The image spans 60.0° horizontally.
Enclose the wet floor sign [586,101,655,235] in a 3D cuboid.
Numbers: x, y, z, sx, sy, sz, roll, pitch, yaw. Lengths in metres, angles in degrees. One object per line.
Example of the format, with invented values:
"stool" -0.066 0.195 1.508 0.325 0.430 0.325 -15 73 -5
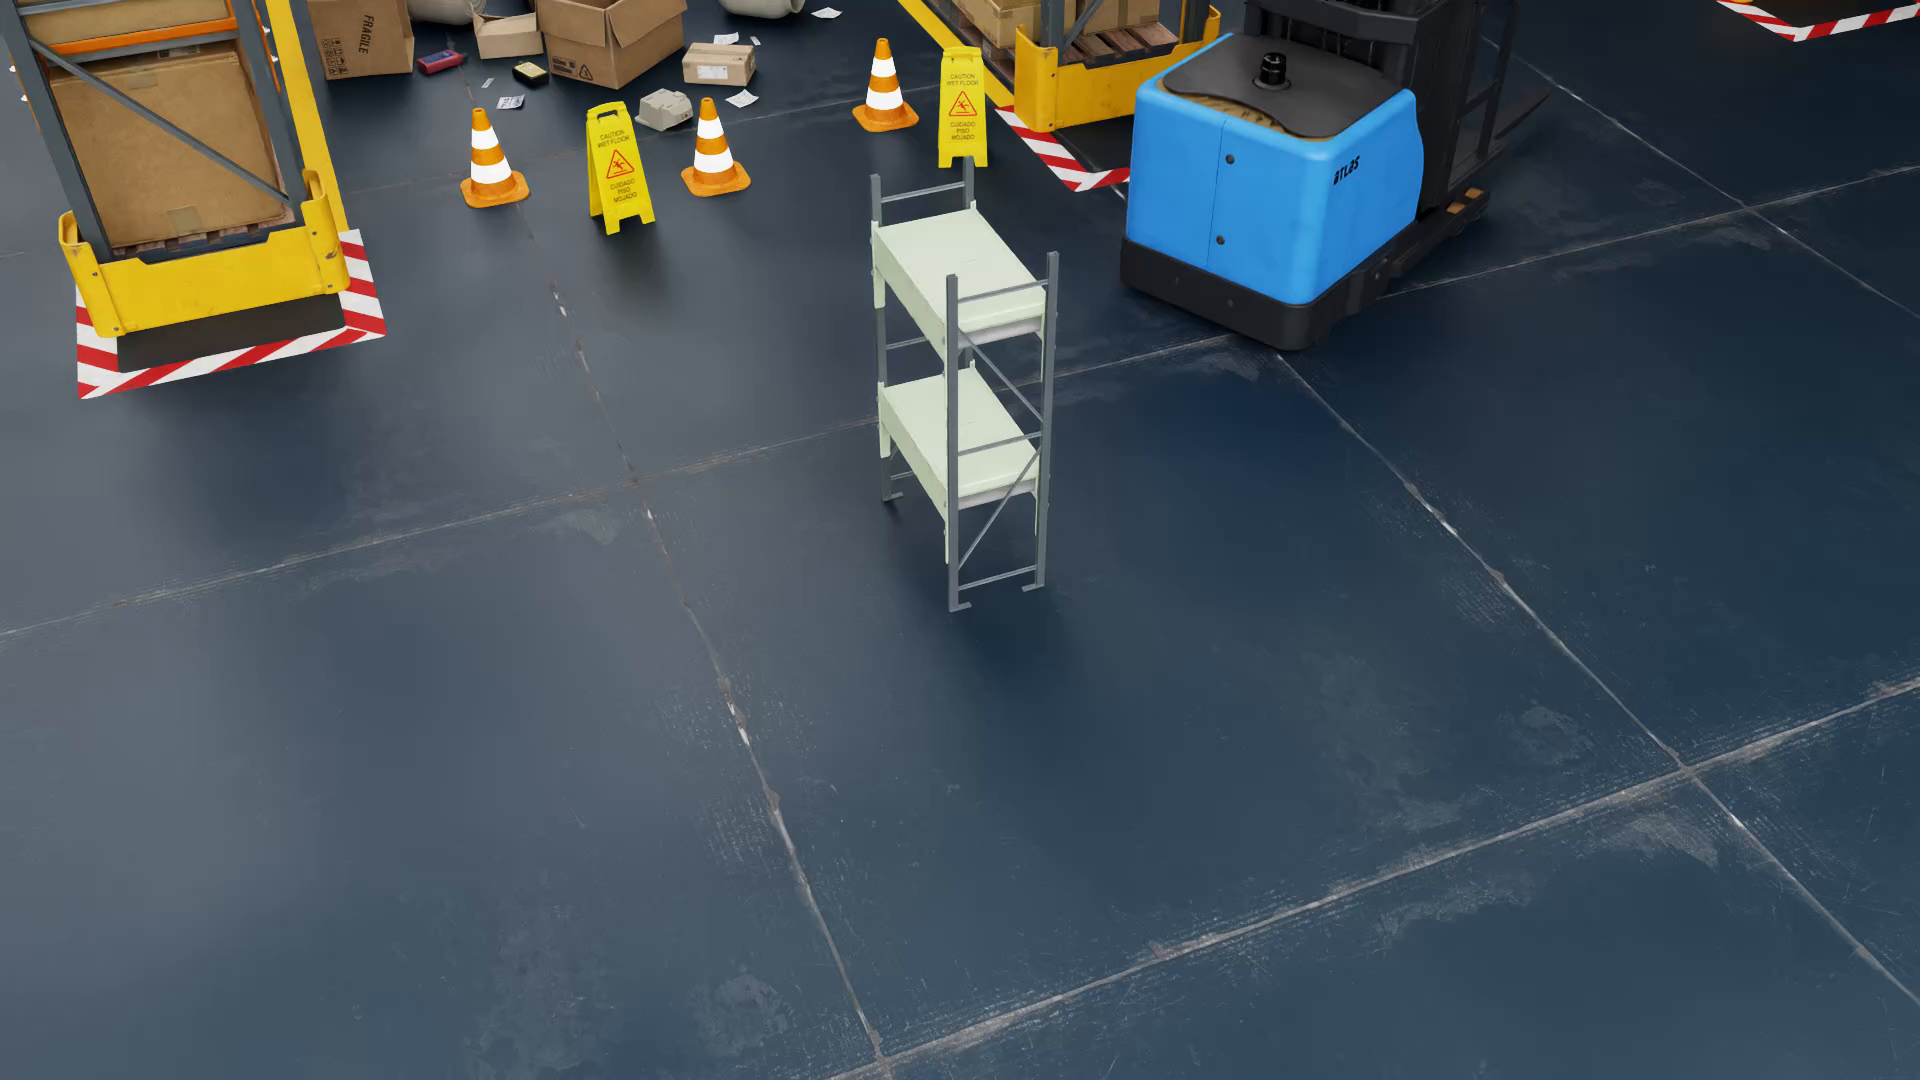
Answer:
"wet floor sign" -1.767 -1.928 8.497 0.267 0.644 0.232 -23 46 -24

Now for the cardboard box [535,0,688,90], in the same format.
"cardboard box" -2.084 -3.119 9.992 0.637 0.503 0.797 19 44 20

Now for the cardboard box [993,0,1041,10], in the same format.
"cardboard box" 0.380 -3.458 9.682 0.500 0.500 0.500 -15 43 -17

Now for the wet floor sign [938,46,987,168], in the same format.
"wet floor sign" 0.012 -2.365 9.006 0.267 0.644 0.232 -2 41 -2

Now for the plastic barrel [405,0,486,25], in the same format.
"plastic barrel" -3.286 -3.476 10.467 0.512 0.421 0.421 12 42 13

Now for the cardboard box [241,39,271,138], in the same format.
"cardboard box" -4.266 -2.619 8.802 0.875 0.875 0.875 -16 43 -18

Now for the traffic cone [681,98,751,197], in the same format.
"traffic cone" -1.324 -2.133 8.876 0.336 0.463 0.334 -15 43 -17

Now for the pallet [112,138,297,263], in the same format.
"pallet" -3.985 -1.748 8.621 1.003 0.211 1.213 -15 43 -17

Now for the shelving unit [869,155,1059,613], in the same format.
"shelving unit" 0.003 -0.565 6.256 0.431 1.500 0.755 -15 43 -17

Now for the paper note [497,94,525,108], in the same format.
"paper note" -2.622 -2.560 9.705 0.144 0.017 0.142 -2 41 -2

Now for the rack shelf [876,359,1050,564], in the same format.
"rack shelf" 0.003 -0.317 6.469 0.431 0.370 0.720 -15 43 -17

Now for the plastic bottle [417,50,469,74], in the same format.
"plastic bottle" -3.134 -2.910 10.087 0.283 0.061 0.133 -31 49 -31

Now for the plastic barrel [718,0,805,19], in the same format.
"plastic barrel" -1.261 -3.529 10.529 0.512 0.421 0.421 12 42 13

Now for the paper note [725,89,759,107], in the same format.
"paper note" -1.273 -2.587 9.734 0.148 0.019 0.142 -31 49 -31

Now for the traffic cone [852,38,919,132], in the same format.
"traffic cone" -0.429 -2.615 9.436 0.336 0.463 0.334 -15 43 -17

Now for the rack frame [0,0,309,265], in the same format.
"rack frame" -3.607 -2.344 7.175 1.000 3.000 0.127 -15 43 -17

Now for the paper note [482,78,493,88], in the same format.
"paper note" -2.815 -2.723 9.909 0.032 0.001 0.123 5 41 6

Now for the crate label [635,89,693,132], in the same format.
"crate label" -1.682 -2.468 9.515 0.298 0.136 0.250 27 47 27

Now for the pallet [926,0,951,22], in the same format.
"pallet" 0.157 -3.860 11.077 1.003 0.211 1.213 -15 43 -17

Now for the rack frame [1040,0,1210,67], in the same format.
"rack frame" 0.928 -3.639 8.682 1.000 3.000 0.127 -15 43 -17

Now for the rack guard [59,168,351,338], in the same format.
"rack guard" -3.598 -1.381 7.973 1.175 0.500 0.348 -15 43 -17

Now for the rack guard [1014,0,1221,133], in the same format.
"rack guard" 0.899 -2.737 9.550 1.175 0.500 0.348 -15 43 -17

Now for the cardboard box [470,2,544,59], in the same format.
"cardboard box" -2.778 -3.141 10.199 0.396 0.266 0.258 -8 41 -9

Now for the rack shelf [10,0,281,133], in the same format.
"rack shelf" -4.372 -3.276 8.810 1.077 0.370 4.000 -15 43 -17

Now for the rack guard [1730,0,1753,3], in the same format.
"rack guard" 5.521 -3.918 10.922 1.175 0.500 0.348 -15 43 -17

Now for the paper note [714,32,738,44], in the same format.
"paper note" -1.460 -3.131 10.377 0.148 0.019 0.142 -2 41 -2

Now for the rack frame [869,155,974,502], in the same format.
"rack frame" -0.137 -0.785 6.513 0.400 1.500 0.023 -15 43 -17

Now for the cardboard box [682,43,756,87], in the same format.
"cardboard box" -1.440 -2.844 9.943 0.380 0.149 0.250 5 41 6

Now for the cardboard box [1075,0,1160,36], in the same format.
"cardboard box" 0.874 -3.311 10.087 0.500 0.250 0.500 -15 43 -17

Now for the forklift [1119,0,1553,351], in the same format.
"forklift" 2.111 -2.874 7.844 1.130 2.935 3.031 29 48 29

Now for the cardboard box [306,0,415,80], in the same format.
"cardboard box" -3.595 -3.127 10.001 0.500 0.500 0.500 -8 41 -9

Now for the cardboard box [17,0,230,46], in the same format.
"cardboard box" -3.791 -2.613 7.373 0.875 0.550 0.550 -15 43 -17

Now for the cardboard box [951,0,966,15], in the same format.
"cardboard box" 0.179 -3.490 10.295 0.500 0.250 0.500 -15 43 -17

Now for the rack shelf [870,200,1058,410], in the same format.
"rack shelf" 0.003 -0.861 6.002 0.431 0.370 0.720 -15 43 -17

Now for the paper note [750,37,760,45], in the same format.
"paper note" -1.275 -3.111 10.360 0.032 0.001 0.123 -15 43 -17

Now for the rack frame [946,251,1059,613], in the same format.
"rack frame" 0.143 -0.344 6.000 0.400 1.500 0.023 -15 43 -17

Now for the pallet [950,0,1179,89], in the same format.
"pallet" 0.620 -3.126 10.223 1.003 0.211 1.213 -15 43 -17

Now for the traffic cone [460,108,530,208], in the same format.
"traffic cone" -2.498 -2.056 8.786 0.336 0.463 0.334 -15 43 -17

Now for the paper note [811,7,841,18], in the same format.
"paper note" -0.852 -3.382 10.659 0.142 0.019 0.148 -31 49 -31

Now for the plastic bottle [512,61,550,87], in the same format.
"plastic bottle" -2.589 -2.799 9.958 0.133 0.061 0.283 -31 49 -31

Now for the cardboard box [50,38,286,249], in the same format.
"cardboard box" -3.928 -2.089 8.187 0.875 0.875 0.875 -15 43 -17

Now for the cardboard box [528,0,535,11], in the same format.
"cardboard box" -2.449 -3.732 10.600 0.797 0.637 0.503 -15 43 -17

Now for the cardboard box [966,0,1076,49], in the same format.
"cardboard box" 0.361 -3.190 9.946 0.500 0.250 0.500 -15 43 -17
